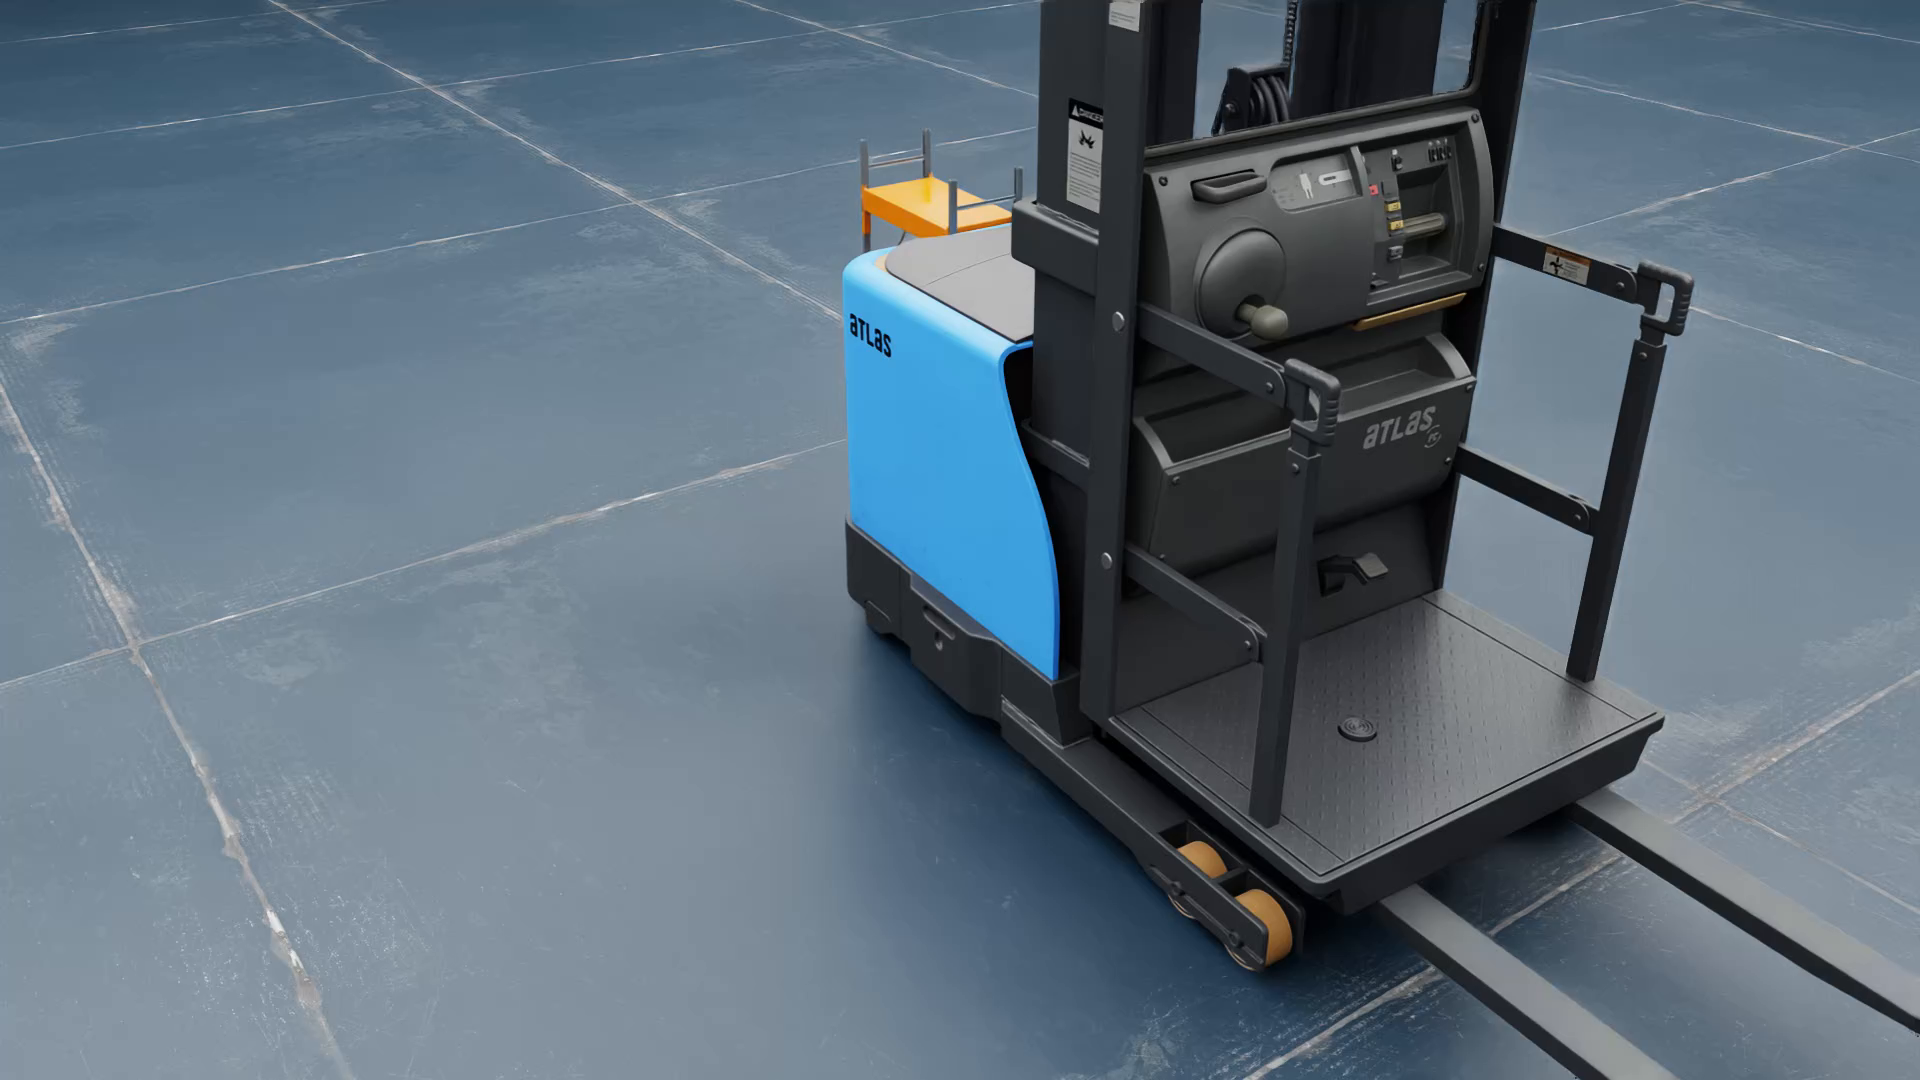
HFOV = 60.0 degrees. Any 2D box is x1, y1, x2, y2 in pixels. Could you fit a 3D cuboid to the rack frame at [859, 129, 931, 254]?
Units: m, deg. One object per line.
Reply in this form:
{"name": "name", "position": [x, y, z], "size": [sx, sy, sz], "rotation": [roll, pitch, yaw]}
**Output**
{"name": "rack frame", "position": [-0.193, -0.682, 5.248], "size": [0.240, 1.200, 0.015], "rotation": [-17, 33, -29]}

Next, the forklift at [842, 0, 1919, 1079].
{"name": "forklift", "position": [0.897, -0.629, 3.336], "size": [1.130, 2.935, 3.031], "rotation": [-17, 33, -29]}

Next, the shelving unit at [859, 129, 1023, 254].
{"name": "shelving unit", "position": [-0.060, -0.584, 5.068], "size": [0.258, 1.200, 0.503], "rotation": [-17, 33, -29]}

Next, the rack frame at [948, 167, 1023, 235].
{"name": "rack frame", "position": [0.073, -0.486, 4.888], "size": [0.240, 1.200, 0.015], "rotation": [-17, 33, -29]}

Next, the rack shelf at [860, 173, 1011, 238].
{"name": "rack shelf", "position": [-0.060, -0.929, 4.881], "size": [0.258, 0.148, 0.480], "rotation": [-17, 33, -29]}
